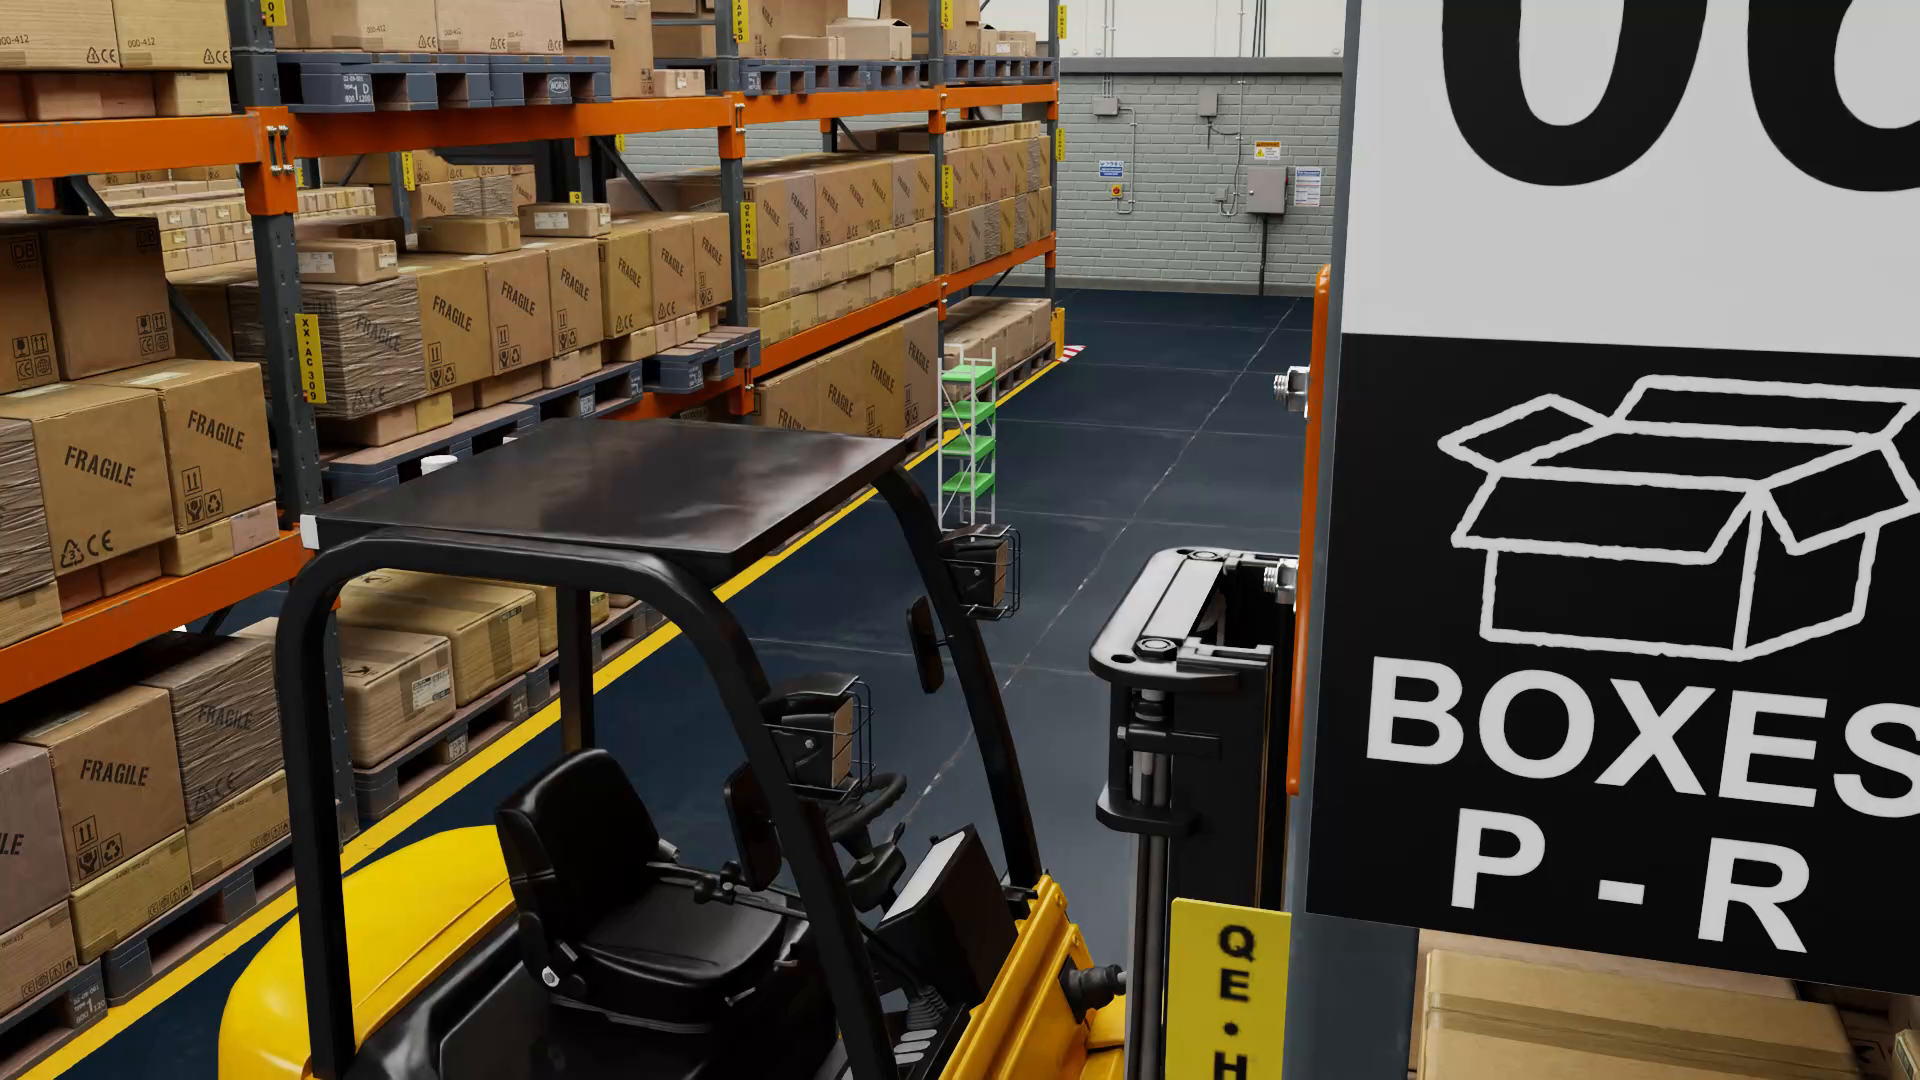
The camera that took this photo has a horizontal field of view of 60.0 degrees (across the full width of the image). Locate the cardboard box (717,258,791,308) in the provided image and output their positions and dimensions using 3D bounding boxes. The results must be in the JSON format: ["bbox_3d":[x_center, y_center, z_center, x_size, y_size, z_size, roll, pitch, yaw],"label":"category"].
[{"bbox_3d":[-1.384,-1.615,10.384,0.500,0.250,0.500,5,16,15],"label":"cardboard box"}]

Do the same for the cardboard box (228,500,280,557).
[{"bbox_3d":[-2.700,-0.058,5.996,0.380,0.149,0.250,4,16,15],"label":"cardboard box"}]

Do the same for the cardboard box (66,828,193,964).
[{"bbox_3d":[-2.953,1.150,5.547,0.500,0.250,0.500,4,16,14],"label":"cardboard box"}]

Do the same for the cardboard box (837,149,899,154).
[{"bbox_3d":[-0.758,-3.053,14.082,0.500,0.500,0.500,4,16,15],"label":"cardboard box"}]

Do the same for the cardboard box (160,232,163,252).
[{"bbox_3d":[-6.061,-2.167,12.117,0.380,0.149,0.250,4,16,14],"label":"cardboard box"}]

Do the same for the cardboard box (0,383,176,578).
[{"bbox_3d":[-2.929,-0.207,5.333,0.500,0.500,0.500,5,17,18],"label":"cardboard box"}]

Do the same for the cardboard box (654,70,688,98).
[{"bbox_3d":[-1.715,-2.491,9.077,0.380,0.149,0.250,5,16,16],"label":"cardboard box"}]

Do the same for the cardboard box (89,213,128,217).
[{"bbox_3d":[-6.148,-2.234,11.809,0.380,0.149,0.250,4,16,14],"label":"cardboard box"}]

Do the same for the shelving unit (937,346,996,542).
[{"bbox_3d":[0.047,-0.621,10.818,0.258,1.200,0.503,5,16,16],"label":"shelving unit"}]

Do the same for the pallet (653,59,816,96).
[{"bbox_3d":[-1.632,-2.858,10.256,1.213,0.211,1.003,5,17,18],"label":"pallet"}]

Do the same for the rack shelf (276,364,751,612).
[{"bbox_3d":[-2.333,-0.464,8.285,1.077,0.370,4.000,5,16,16],"label":"rack shelf"}]

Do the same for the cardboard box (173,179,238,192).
[{"bbox_3d":[-8.876,-4.118,19.580,0.500,0.250,0.500,4,16,15],"label":"cardboard box"}]

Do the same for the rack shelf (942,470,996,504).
[{"bbox_3d":[0.047,-0.328,10.901,0.258,0.148,0.480,5,16,16],"label":"rack shelf"}]

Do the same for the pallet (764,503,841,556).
[{"bbox_3d":[-1.468,-0.192,11.119,1.003,0.211,1.213,5,16,16],"label":"pallet"}]

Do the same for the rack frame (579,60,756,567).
[{"bbox_3d":[-1.764,-1.333,10.032,1.000,3.000,0.127,5,16,16],"label":"rack frame"}]

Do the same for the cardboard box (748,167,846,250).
[{"bbox_3d":[-1.096,-2.237,11.203,0.500,0.500,0.500,5,17,17],"label":"cardboard box"}]

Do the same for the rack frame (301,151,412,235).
[{"bbox_3d":[-5.402,-2.737,14.981,1.000,3.000,0.127,5,16,16],"label":"rack frame"}]

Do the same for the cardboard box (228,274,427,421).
[{"bbox_3d":[-2.493,-0.780,6.584,0.500,0.500,0.500,5,17,17],"label":"cardboard box"}]

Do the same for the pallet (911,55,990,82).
[{"bbox_3d":[-0.385,-3.993,14.076,1.003,0.211,1.213,5,16,16],"label":"pallet"}]

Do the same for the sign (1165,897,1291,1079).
[{"bbox_3d":[0.206,0.427,1.270,0.100,0.325,0.005,5,16,16],"label":"sign"}]

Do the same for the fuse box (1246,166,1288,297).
[{"bbox_3d":[4.062,-4.082,22.085,0.539,1.711,0.414,5,16,16],"label":"fuse box"}]

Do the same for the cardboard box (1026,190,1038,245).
[{"bbox_3d":[0.469,-3.197,16.421,0.500,0.500,0.500,4,16,15],"label":"cardboard box"}]

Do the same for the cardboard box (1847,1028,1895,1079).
[{"bbox_3d":[1.077,0.646,1.684,0.380,0.149,0.250,5,16,16],"label":"cardboard box"}]

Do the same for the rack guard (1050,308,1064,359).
[{"bbox_3d":[0.516,-2.230,17.774,1.175,0.500,0.348,5,16,16],"label":"rack guard"}]

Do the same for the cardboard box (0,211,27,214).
[{"bbox_3d":[-6.766,-2.287,11.996,0.380,0.149,0.250,4,16,15],"label":"cardboard box"}]

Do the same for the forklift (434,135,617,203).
[{"bbox_3d":[-3.202,-1.890,12.123,3.031,2.935,1.130,-2,16,-8],"label":"forklift"}]

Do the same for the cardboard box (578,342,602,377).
[{"bbox_3d":[-1.996,-0.899,8.191,0.380,0.149,0.250,4,16,14],"label":"cardboard box"}]

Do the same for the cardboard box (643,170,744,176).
[{"bbox_3d":[-1.730,-2.152,10.905,0.500,0.500,0.500,5,17,17],"label":"cardboard box"}]

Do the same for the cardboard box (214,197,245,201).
[{"bbox_3d":[-5.700,-2.643,13.251,0.380,0.149,0.250,4,16,13],"label":"cardboard box"}]

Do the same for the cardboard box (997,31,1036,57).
[{"bbox_3d":[0.468,-4.922,16.511,0.500,0.250,0.500,3,16,11],"label":"cardboard box"}]

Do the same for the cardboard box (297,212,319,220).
[{"bbox_3d":[-5.546,-2.636,13.772,0.380,0.149,0.250,4,16,14],"label":"cardboard box"}]

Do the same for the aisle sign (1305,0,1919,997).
[{"bbox_3d":[0.422,-0.112,0.964,0.394,0.787,0.004,5,16,16],"label":"aisle sign"}]

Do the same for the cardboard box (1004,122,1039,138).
[{"bbox_3d":[0.557,-4.015,16.284,0.380,0.149,0.250,4,16,15],"label":"cardboard box"}]

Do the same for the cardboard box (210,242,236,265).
[{"bbox_3d":[-5.843,-2.220,12.850,0.380,0.149,0.250,5,17,17],"label":"cardboard box"}]

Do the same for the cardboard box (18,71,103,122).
[{"bbox_3d":[-2.904,-1.374,5.141,0.380,0.149,0.250,5,17,16],"label":"cardboard box"}]

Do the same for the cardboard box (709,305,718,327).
[{"bbox_3d":[-1.632,-1.310,9.642,0.380,0.149,0.250,5,17,18],"label":"cardboard box"}]

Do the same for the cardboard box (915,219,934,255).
[{"bbox_3d":[-0.520,-2.414,13.200,0.500,0.250,0.500,5,16,16],"label":"cardboard box"}]

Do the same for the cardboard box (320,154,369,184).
[{"bbox_3d":[-5.528,-3.553,15.298,0.500,0.500,0.500,4,16,14],"label":"cardboard box"}]

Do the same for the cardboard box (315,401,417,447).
[{"bbox_3d":[-2.441,-0.488,6.742,0.380,0.149,0.250,5,17,17],"label":"cardboard box"}]

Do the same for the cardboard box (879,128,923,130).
[{"bbox_3d":[-0.531,-3.518,14.533,0.380,0.149,0.250,4,16,15],"label":"cardboard box"}]

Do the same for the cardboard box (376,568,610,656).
[{"bbox_3d":[-2.357,0.268,8.434,0.950,0.372,0.625,5,17,18],"label":"cardboard box"}]

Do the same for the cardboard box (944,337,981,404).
[{"bbox_3d":[-0.346,-1.505,14.563,0.875,0.438,0.875,4,16,15],"label":"cardboard box"}]

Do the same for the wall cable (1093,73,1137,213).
[{"bbox_3d":[2.089,-5.407,22.475,0.585,1.953,0.123,5,16,16],"label":"wall cable"}]

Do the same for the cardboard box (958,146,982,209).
[{"bbox_3d":[-0.111,-3.146,14.408,0.500,0.500,0.500,4,16,15],"label":"cardboard box"}]

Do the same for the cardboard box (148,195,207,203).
[{"bbox_3d":[-6.322,-2.698,13.446,0.380,0.149,0.250,5,17,18],"label":"cardboard box"}]

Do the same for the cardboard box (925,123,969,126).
[{"bbox_3d":[-0.129,-3.919,15.946,0.380,0.149,0.250,5,17,16],"label":"cardboard box"}]

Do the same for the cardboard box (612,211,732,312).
[{"bbox_3d":[-1.627,-1.586,9.425,0.500,0.500,0.500,4,16,14],"label":"cardboard box"}]

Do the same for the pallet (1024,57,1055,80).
[{"bbox_3d":[0.308,-4.631,16.326,1.003,0.211,1.213,5,16,16],"label":"pallet"}]

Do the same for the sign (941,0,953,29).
[{"bbox_3d":[-0.105,-4.183,13.059,0.100,0.325,0.005,5,16,16],"label":"sign"}]

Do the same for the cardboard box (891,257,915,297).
[{"bbox_3d":[-0.659,-2.037,12.789,0.500,0.250,0.500,4,16,15],"label":"cardboard box"}]

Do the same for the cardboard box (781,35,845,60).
[{"bbox_3d":[-1.021,-3.406,11.501,0.380,0.166,0.250,6,17,21],"label":"cardboard box"}]

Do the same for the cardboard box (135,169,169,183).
[{"bbox_3d":[-9.530,-4.391,19.167,0.500,0.500,0.500,4,16,15],"label":"cardboard box"}]
